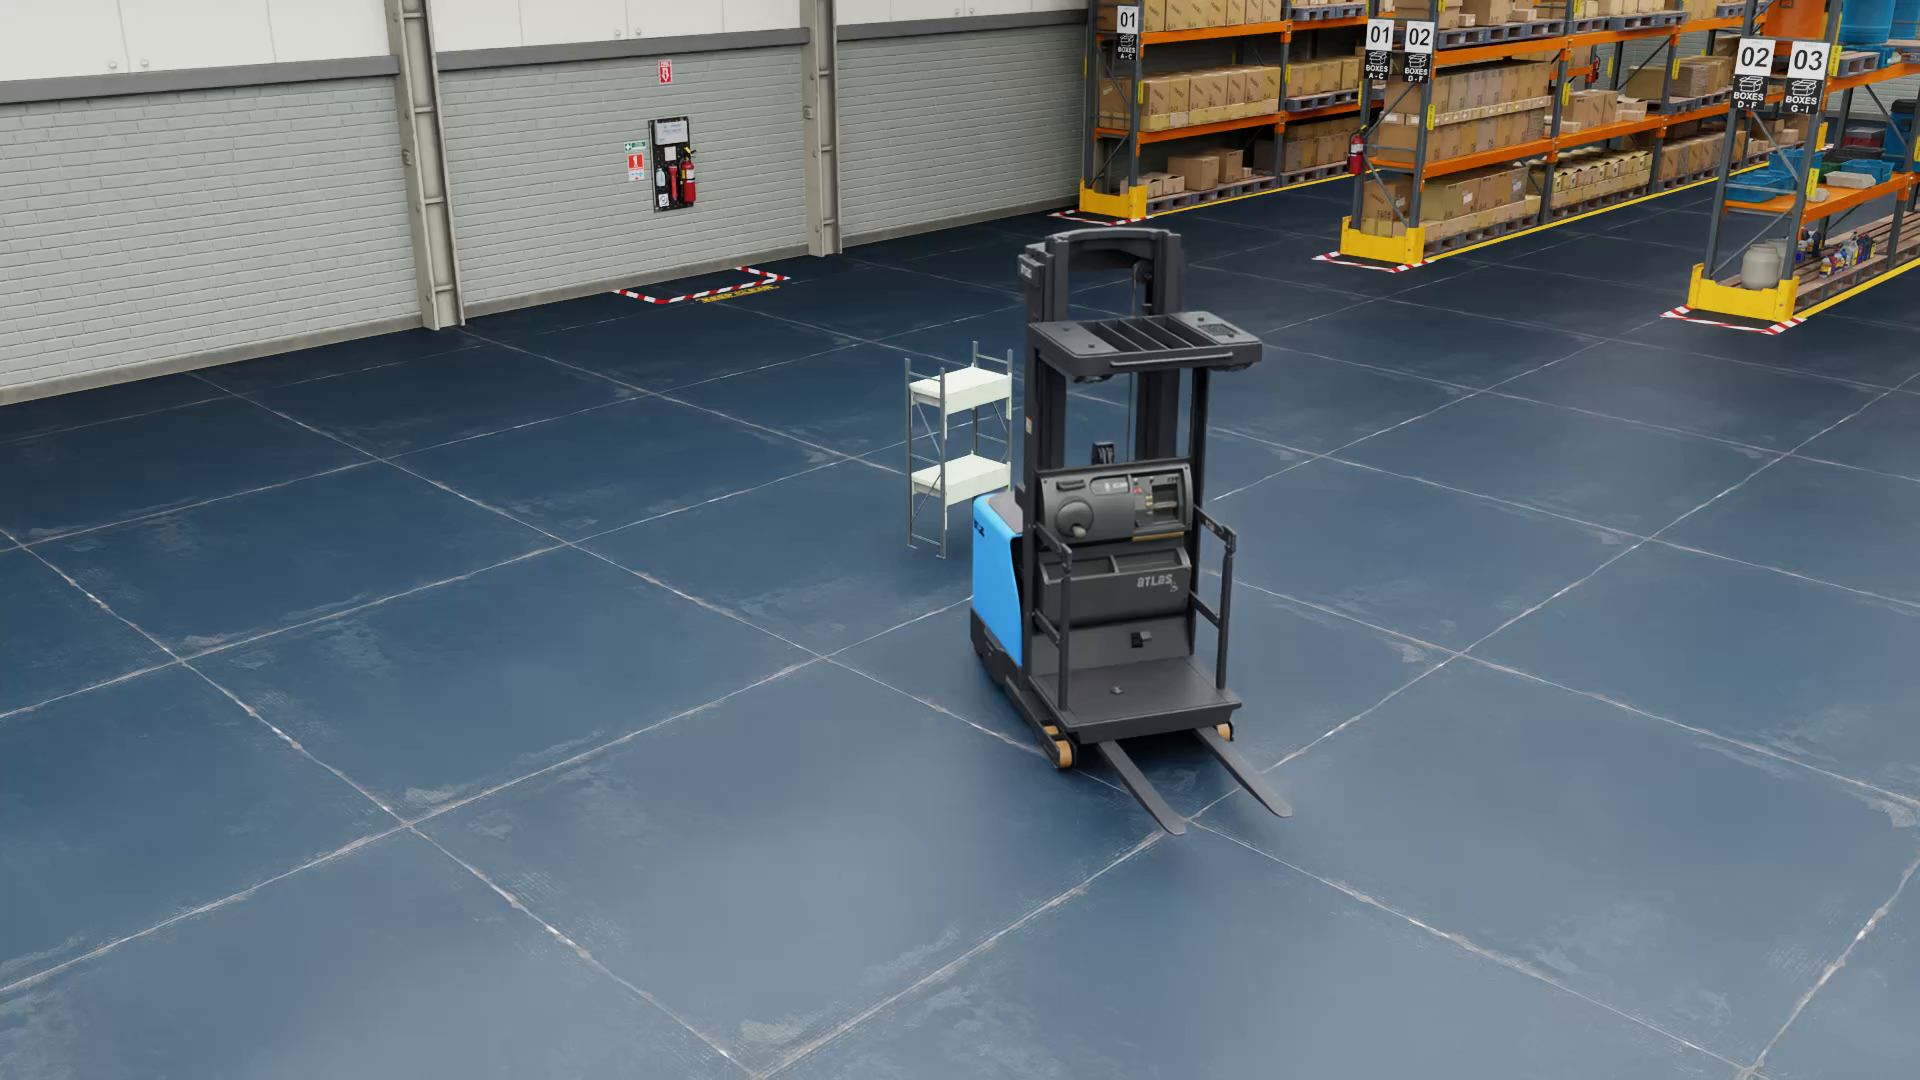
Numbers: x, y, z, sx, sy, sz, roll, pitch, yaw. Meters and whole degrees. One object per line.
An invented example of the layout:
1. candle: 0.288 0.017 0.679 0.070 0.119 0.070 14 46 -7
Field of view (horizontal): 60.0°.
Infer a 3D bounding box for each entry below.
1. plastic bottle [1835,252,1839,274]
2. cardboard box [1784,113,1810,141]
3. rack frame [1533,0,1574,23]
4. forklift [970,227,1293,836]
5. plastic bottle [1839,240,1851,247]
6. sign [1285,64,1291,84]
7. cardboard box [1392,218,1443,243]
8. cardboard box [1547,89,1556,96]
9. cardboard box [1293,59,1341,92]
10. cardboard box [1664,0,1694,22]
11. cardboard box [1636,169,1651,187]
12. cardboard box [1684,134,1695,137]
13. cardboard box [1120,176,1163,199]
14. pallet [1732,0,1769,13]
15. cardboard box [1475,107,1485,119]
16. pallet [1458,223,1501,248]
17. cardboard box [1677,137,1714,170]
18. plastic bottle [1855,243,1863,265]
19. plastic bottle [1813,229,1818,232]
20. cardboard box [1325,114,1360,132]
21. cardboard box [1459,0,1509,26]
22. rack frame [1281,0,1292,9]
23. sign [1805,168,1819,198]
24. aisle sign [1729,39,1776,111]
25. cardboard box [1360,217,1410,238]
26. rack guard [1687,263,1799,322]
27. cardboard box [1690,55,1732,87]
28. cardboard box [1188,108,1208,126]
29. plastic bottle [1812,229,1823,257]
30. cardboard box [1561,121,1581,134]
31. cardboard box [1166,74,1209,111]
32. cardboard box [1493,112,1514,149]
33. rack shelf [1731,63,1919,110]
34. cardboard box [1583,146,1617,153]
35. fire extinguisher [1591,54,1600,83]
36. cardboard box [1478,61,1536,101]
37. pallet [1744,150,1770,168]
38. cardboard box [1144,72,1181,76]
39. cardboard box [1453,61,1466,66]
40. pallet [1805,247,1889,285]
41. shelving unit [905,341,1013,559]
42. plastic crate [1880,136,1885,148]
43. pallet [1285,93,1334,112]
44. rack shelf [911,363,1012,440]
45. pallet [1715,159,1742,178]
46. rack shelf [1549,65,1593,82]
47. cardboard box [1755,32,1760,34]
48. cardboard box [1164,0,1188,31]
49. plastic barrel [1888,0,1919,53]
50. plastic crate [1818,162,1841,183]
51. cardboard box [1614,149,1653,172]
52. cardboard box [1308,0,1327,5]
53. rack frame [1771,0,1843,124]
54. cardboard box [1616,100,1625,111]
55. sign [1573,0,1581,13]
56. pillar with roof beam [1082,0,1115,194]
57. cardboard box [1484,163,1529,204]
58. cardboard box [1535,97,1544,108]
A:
1. plastic bottle: 11.218 -3.558 21.340 0.097 0.271 0.097 0 21 0
2. cardboard box: 16.903 -8.340 33.464 0.500 0.500 0.500 19 28 41
3. rack frame: 8.735 -9.219 24.517 1.000 3.000 0.127 19 28 41
4. forklift: 0.984 -0.202 9.514 1.130 2.935 3.031 -6 22 -16
5. plastic bottle: 11.781 -3.856 22.108 0.152 0.276 0.135 19 28 41
6. sign: 5.577 -7.928 28.313 0.100 0.325 0.005 19 28 41
7. cardboard box: 6.478 -4.385 23.550 0.500 0.250 0.500 19 28 41
8. cardboard box: 13.001 -9.725 36.189 0.250 0.149 0.380 -19 28 -41
9. cardboard box: 6.394 -8.351 29.867 0.500 0.500 0.700 -16 26 -35
10. cardboard box: 11.805 -9.014 28.026 0.910 0.500 0.500 19 28 41
11. cardboard box: 11.333 -6.163 28.176 0.500 0.250 0.500 -19 28 -41
12. cardboard box: 13.085 -7.184 30.455 0.500 0.500 0.500 20 29 41
13. cardboard box: 2.939 -5.735 26.949 0.500 0.311 0.500 15 26 35
14. pallet: 13.810 -9.637 30.049 1.213 0.211 1.003 19 28 41
15. cardboard box: 7.269 -6.118 23.769 0.380 0.149 0.250 19 28 40
16. pallet: 7.299 -4.608 24.769 1.003 0.211 1.213 19 28 41
17. cardboard box: 13.122 -6.930 29.795 0.500 0.500 0.500 18 27 39
18. plastic bottle: 11.821 -3.776 21.891 0.133 0.283 0.061 -18 27 -39
19. plastic bottle: 11.745 -4.138 22.848 0.097 0.271 0.097 0 21 0
20. cardboard box: 7.066 -7.745 30.871 0.500 0.250 0.500 -20 28 -41
21. cardboard box: 7.299 -7.457 23.194 0.500 0.500 0.500 19 28 41
22. rack frame: 5.183 -10.458 27.740 1.000 3.000 0.127 19 28 41
23. sign: 9.882 -4.140 19.279 0.100 0.325 0.005 19 28 41
24. aisle sign: 9.228 -5.419 19.369 0.394 0.787 0.004 19 28 41
25. cardboard box: 6.107 -4.515 23.887 0.500 0.250 0.500 19 28 41
26. rack guard: 9.510 -3.014 20.220 1.175 0.500 0.348 19 28 41
27. cardboard box: 13.825 -8.652 30.679 0.700 0.500 0.500 9 23 23
28. cardboard box: 3.672 -6.881 26.978 0.500 0.250 0.500 19 28 40
29. plastic bottle: 11.524 -4.007 22.398 0.144 0.351 0.185 19 28 41
30. cardboard box: 9.499 -6.478 26.098 0.380 0.149 0.250 19 28 41
31. cardboard box: 3.658 -7.222 26.819 0.500 0.500 0.500 18 27 39
32. cardboard box: 7.713 -6.085 24.584 0.500 0.500 0.700 -20 28 -41
33. rack shelf: 10.886 -5.728 20.619 1.077 0.370 4.000 19 28 41
34. cardboard box: 10.949 -6.560 28.427 0.500 0.311 0.500 -19 28 -40
35. fire extinguisher: 13.990 -10.455 36.723 0.296 0.674 0.183 19 28 41
36. cardboard box: 8.078 -6.825 24.703 0.700 0.500 0.500 19 28 41
37. pallet: 14.795 -7.350 31.903 1.003 0.211 1.213 19 28 41
38. cardboard box: 3.285 -7.354 27.162 0.500 0.500 0.500 18 28 39
39. cardboard box: 9.572 -9.337 32.604 0.500 0.500 0.500 -19 28 -41
40. pallet: 11.783 -3.714 22.444 1.003 0.211 1.213 19 28 41
41. shelving unit: -0.005 -0.698 12.801 0.431 1.500 0.755 19 28 41
42. plastic crate: 12.828 -5.532 23.308 0.392 0.384 0.575 19 28 41
43. pallet: 5.820 -7.728 29.267 1.003 0.211 1.213 19 28 41
44. rack shelf: -0.005 -1.063 12.661 0.431 0.370 0.720 19 28 41
45. pallet: 13.775 -6.955 30.875 1.003 0.211 1.213 19 28 41
46. rack shelf: 12.159 -9.892 35.633 1.077 0.370 4.000 19 28 41
47. cardboard box: 15.542 -9.574 32.270 0.500 0.500 0.500 19 28 40
48. cardboard box: 3.205 -8.238 25.978 0.500 0.500 0.500 -18 27 -39
49. plastic barrel: 12.480 -6.997 22.219 0.600 0.901 0.708 19 28 41
50. plastic crate: 11.132 -4.801 21.679 0.450 0.188 0.662 19 28 41
51. cardboard box: 11.336 -6.425 28.075 0.500 0.311 0.500 -19 28 -41
52. cardboard box: 6.051 -9.491 28.944 0.500 0.311 0.500 -19 28 -40
53. rack frame: 17.106 -9.503 33.619 1.000 3.000 0.127 19 28 41
54. cardboard box: 10.762 -7.224 27.812 0.500 0.311 0.500 19 28 40
55. sign: 9.133 -7.959 24.588 0.100 0.325 0.005 19 28 41
56. pillar with roof beam: 5.345 -8.749 23.293 9.100 9.000 0.400 19 28 41
57. cardboard box: 8.211 -5.382 25.097 0.500 0.500 0.500 19 28 41
58. cardboard box: 8.524 -6.582 24.974 0.380 0.149 0.250 19 28 40
